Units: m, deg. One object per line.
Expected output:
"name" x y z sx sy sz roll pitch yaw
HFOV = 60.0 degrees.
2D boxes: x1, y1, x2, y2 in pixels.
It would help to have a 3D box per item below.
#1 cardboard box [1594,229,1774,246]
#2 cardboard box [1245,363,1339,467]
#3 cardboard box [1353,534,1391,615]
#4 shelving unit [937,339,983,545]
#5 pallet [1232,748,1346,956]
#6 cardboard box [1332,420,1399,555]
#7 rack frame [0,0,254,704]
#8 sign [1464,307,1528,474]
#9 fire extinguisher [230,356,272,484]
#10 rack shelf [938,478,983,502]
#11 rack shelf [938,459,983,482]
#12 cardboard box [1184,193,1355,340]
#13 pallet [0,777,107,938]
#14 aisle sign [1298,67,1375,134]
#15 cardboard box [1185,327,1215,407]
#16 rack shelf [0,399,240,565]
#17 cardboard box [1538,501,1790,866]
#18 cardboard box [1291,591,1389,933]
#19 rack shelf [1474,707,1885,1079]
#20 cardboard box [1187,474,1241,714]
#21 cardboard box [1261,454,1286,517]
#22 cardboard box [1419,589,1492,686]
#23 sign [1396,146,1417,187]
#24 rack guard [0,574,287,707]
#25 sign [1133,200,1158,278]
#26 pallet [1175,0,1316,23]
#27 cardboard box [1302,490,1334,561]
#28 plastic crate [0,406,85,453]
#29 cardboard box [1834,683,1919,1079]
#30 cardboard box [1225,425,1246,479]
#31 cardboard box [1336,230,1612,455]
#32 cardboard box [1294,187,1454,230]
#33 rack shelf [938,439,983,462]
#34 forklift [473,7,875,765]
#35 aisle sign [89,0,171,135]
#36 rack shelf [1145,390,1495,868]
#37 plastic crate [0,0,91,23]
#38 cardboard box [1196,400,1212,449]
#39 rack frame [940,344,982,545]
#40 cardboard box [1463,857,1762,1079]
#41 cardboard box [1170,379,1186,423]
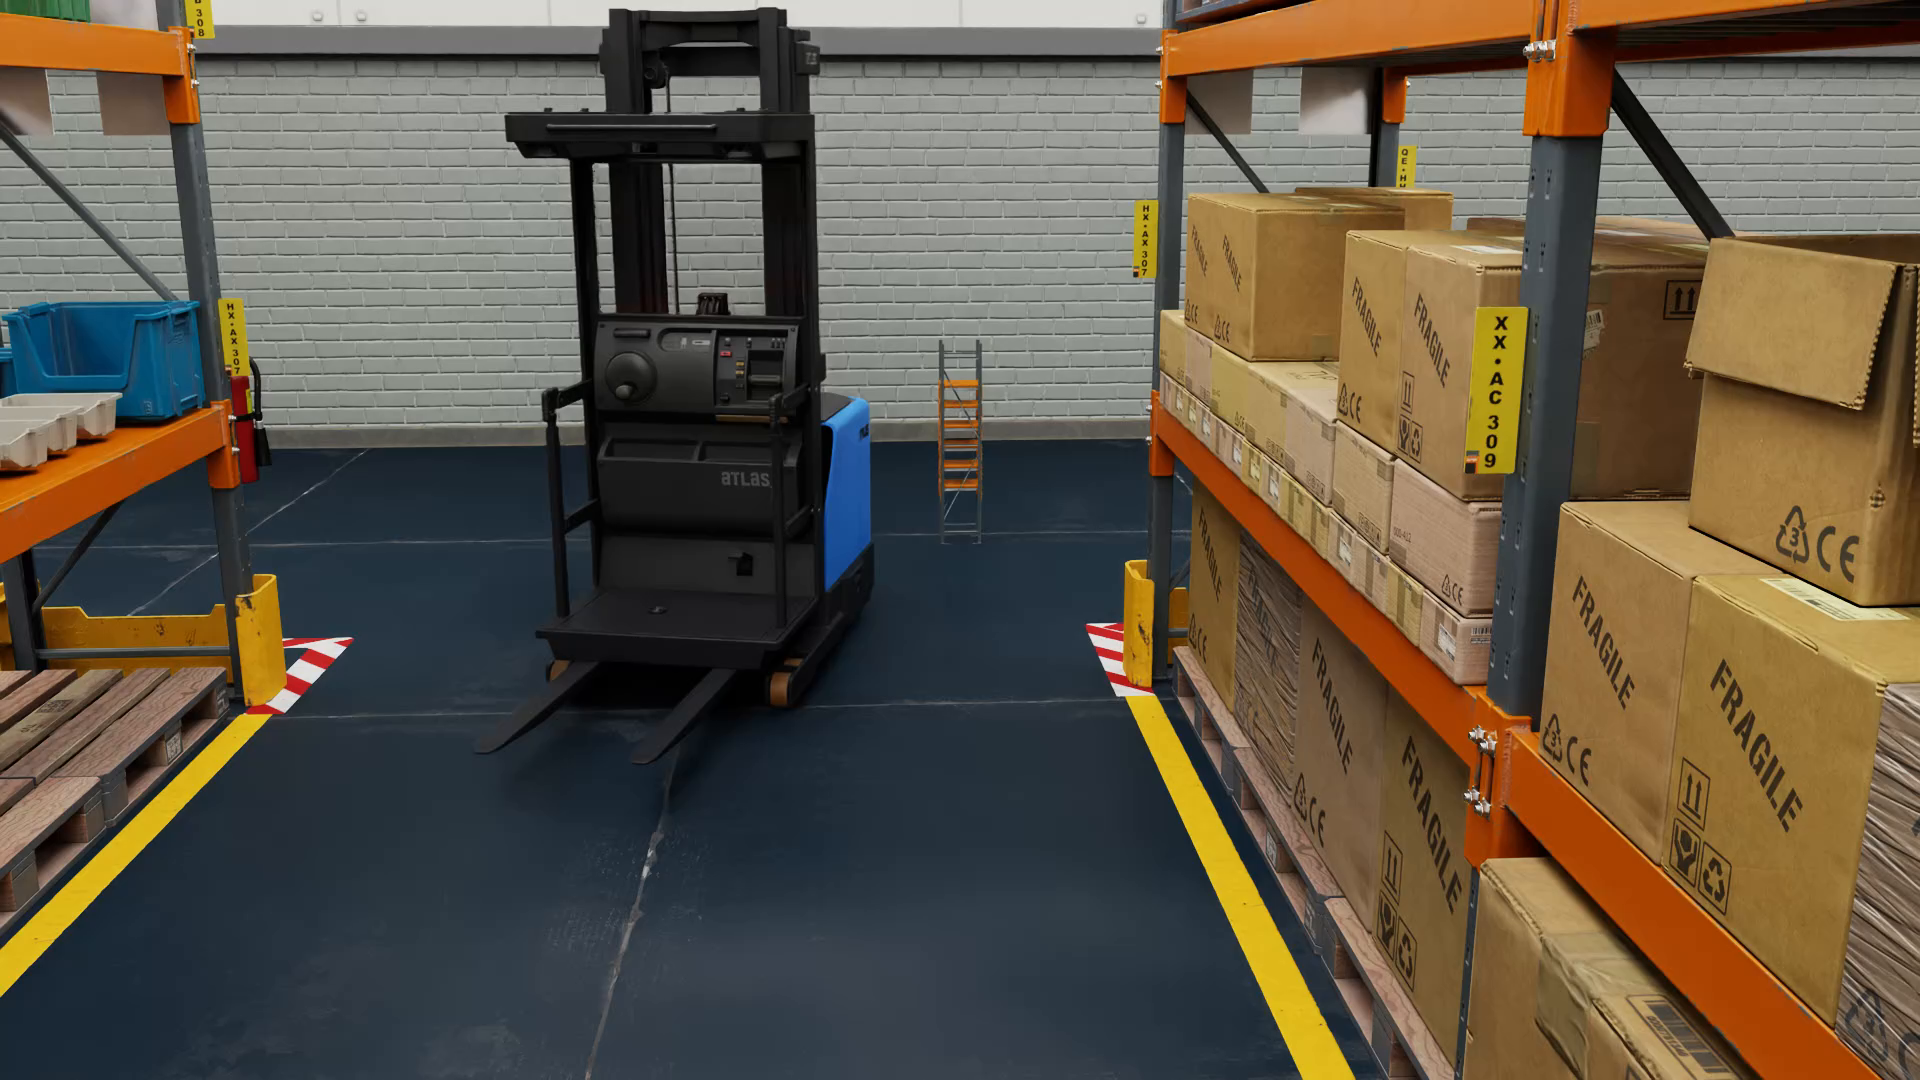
"cardboard box" 1.798 -0.521 4.230 0.500 0.500 0.500 -1 14 -3
"cardboard box" 1.212 -0.399 5.263 0.500 0.250 0.500 -1 14 -5
"cardboard box" 1.218 0.082 4.191 0.380 0.149 0.250 -1 14 -4
"shelving unit" 0.001 -0.577 9.863 0.258 1.200 0.189 -1 14 -3
"pallet" 1.548 1.015 5.656 1.003 0.211 1.213 -1 14 -3
"cardboard box" 1.272 -0.146 4.280 0.500 0.250 0.500 0 14 -2
"rack frame" -3.596 -0.759 6.956 1.000 3.000 0.127 -1 14 -3
"sign" 1.042 -0.289 3.235 0.100 0.325 0.005 -1 14 -3
"fire extinguisher" -3.152 -0.585 7.186 0.296 0.674 0.183 -1 14 -3
"rack shelf" 0.001 -0.302 9.934 0.258 0.103 0.180 -1 14 -3
"rack shelf" 0.001 -0.418 9.904 0.258 0.103 0.180 -1 14 -3
"cardboard box" 1.139 -1.022 6.178 0.500 0.500 0.500 -1 14 -5
"pallet" -3.511 1.100 5.328 1.003 0.211 1.213 -1 14 -3
"aisle sign" 1.643 -2.117 7.017 0.394 0.787 0.004 -1 14 -3
"cardboard box" 1.147 -0.654 6.253 0.500 0.250 0.500 -1 14 -4
"rack shelf" -3.472 0.087 5.113 1.077 0.370 4.000 -1 14 -3
"cardboard box" 1.374 0.229 2.915 0.500 0.500 0.500 -1 14 -3
"cardboard box" 1.579 0.596 5.112 0.875 0.875 0.875 -1 14 -3
"rack shelf" 1.719 1.005 1.544 1.077 0.370 4.000 -1 14 -3
"cardboard box" 1.467 0.148 6.852 0.875 0.875 0.875 -1 14 -3
"cardboard box" 1.155 -0.173 5.182 0.380 0.149 0.250 -1 14 -3
"cardboard box" 1.250 0.210 3.694 0.380 0.149 0.250 -1 14 -3
"sign" 1.890 -1.516 7.099 0.100 0.325 0.005 -1 14 -3
"rack guard" -3.610 0.446 7.290 1.175 0.500 0.348 -1 14 -3
"sign" 0.793 -1.286 7.108 0.100 0.325 0.005 -1 14 -3
"pallet" 1.404 -2.061 6.174 1.003 0.211 1.213 -1 14 -3
"cardboard box" 1.185 -0.046 4.688 0.380 0.149 0.250 -1 14 -2
"plastic crate" -3.361 -0.388 5.923 0.396 0.136 0.243 -1 14 -3
"cardboard box" 1.437 0.479 1.945 0.500 0.500 0.500 -1 14 -5
"cardboard box" 1.122 -0.301 5.679 0.380 0.149 0.250 -1 14 -4
"cardboard box" 1.273 -0.510 4.188 0.500 0.500 0.500 -1 14 -3
"cardboard box" 1.640 -1.153 6.687 0.500 0.500 0.500 -1 14 -3
"rack shelf" 0.001 -0.534 9.874 0.258 0.103 0.180 -1 14 -3
"forklift" -1.207 -0.783 7.188 1.130 2.935 3.031 2 15 9
"aisle sign" -3.308 -2.040 6.720 0.394 0.787 0.004 -1 14 -3
"rack shelf" 1.472 0.010 5.410 1.077 0.370 4.000 -1 14 -3
"plastic crate" -3.250 -1.868 5.673 0.450 0.188 0.336 -1 14 -3
"cardboard box" 1.091 -0.428 6.175 0.380 0.149 0.250 -1 14 -4
"rack frame" 0.007 -0.555 9.774 0.240 1.200 0.006 -1 14 -3
"cardboard box" 1.655 1.144 2.982 1.225 0.875 0.875 -1 14 -3
"cardboard box" 1.058 -0.557 6.674 0.380 0.149 0.250 -1 14 -4
